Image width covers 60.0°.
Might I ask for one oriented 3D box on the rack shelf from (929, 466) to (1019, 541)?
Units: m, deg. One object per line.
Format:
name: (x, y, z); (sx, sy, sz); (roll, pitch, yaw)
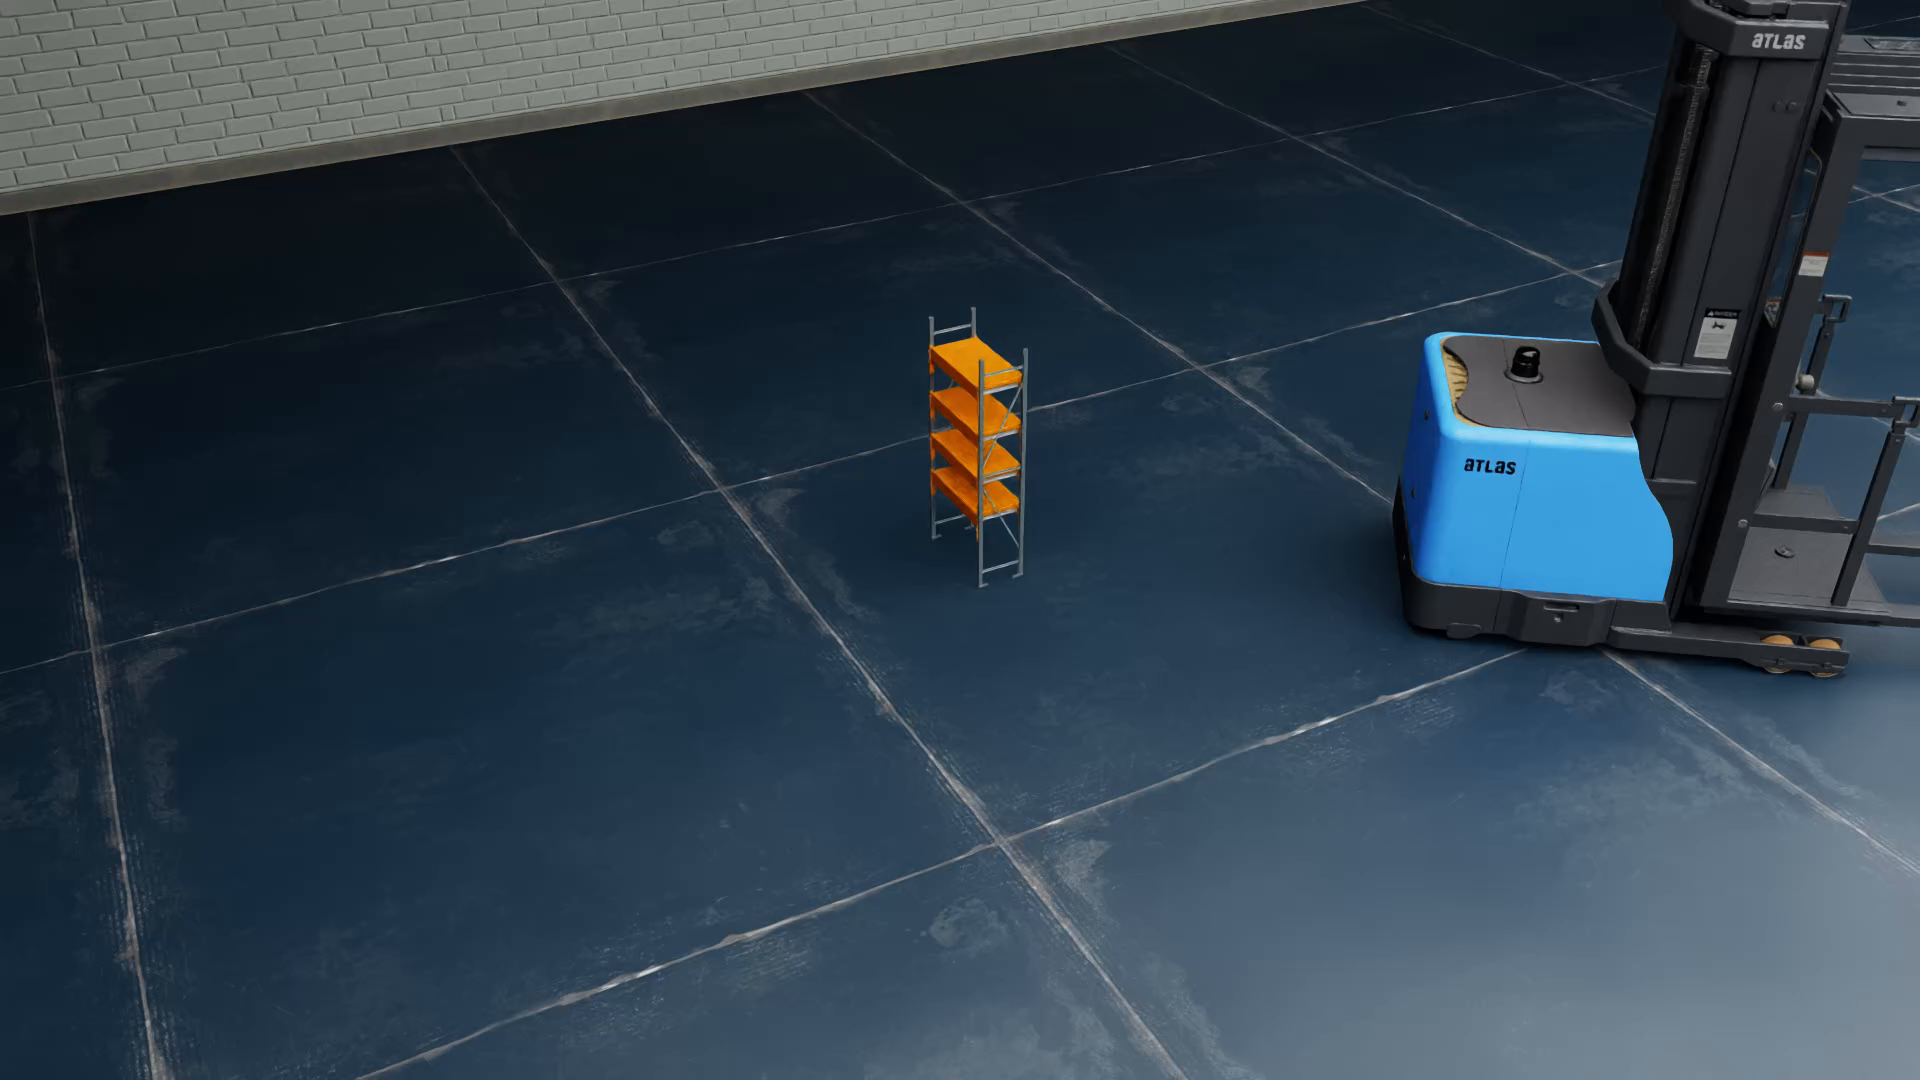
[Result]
rack shelf: (0.077, -0.202, 7.946); (0.258, 0.148, 0.480); (-16, 36, -23)

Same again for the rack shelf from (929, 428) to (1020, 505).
rack shelf: (0.077, -0.370, 7.839); (0.258, 0.148, 0.480); (-16, 36, -23)

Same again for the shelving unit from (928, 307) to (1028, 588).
shelving unit: (0.077, -0.426, 7.803); (0.258, 1.200, 0.503); (-16, 36, -23)

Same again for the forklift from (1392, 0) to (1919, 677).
forklift: (3.589, -0.939, 6.999); (3.031, 2.935, 1.130); (5, 33, 7)

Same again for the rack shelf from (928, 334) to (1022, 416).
rack shelf: (0.077, -0.757, 7.591); (0.258, 0.148, 0.480); (-16, 36, -23)

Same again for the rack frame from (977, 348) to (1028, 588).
rack frame: (0.191, -0.310, 7.621); (0.240, 1.200, 0.015); (-16, 36, -23)

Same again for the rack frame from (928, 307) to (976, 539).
rack frame: (-0.037, -0.543, 7.985); (0.240, 1.200, 0.015); (-16, 36, -23)

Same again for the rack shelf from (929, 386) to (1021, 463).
rack shelf: (0.077, -0.558, 7.719); (0.258, 0.148, 0.480); (-16, 36, -23)
